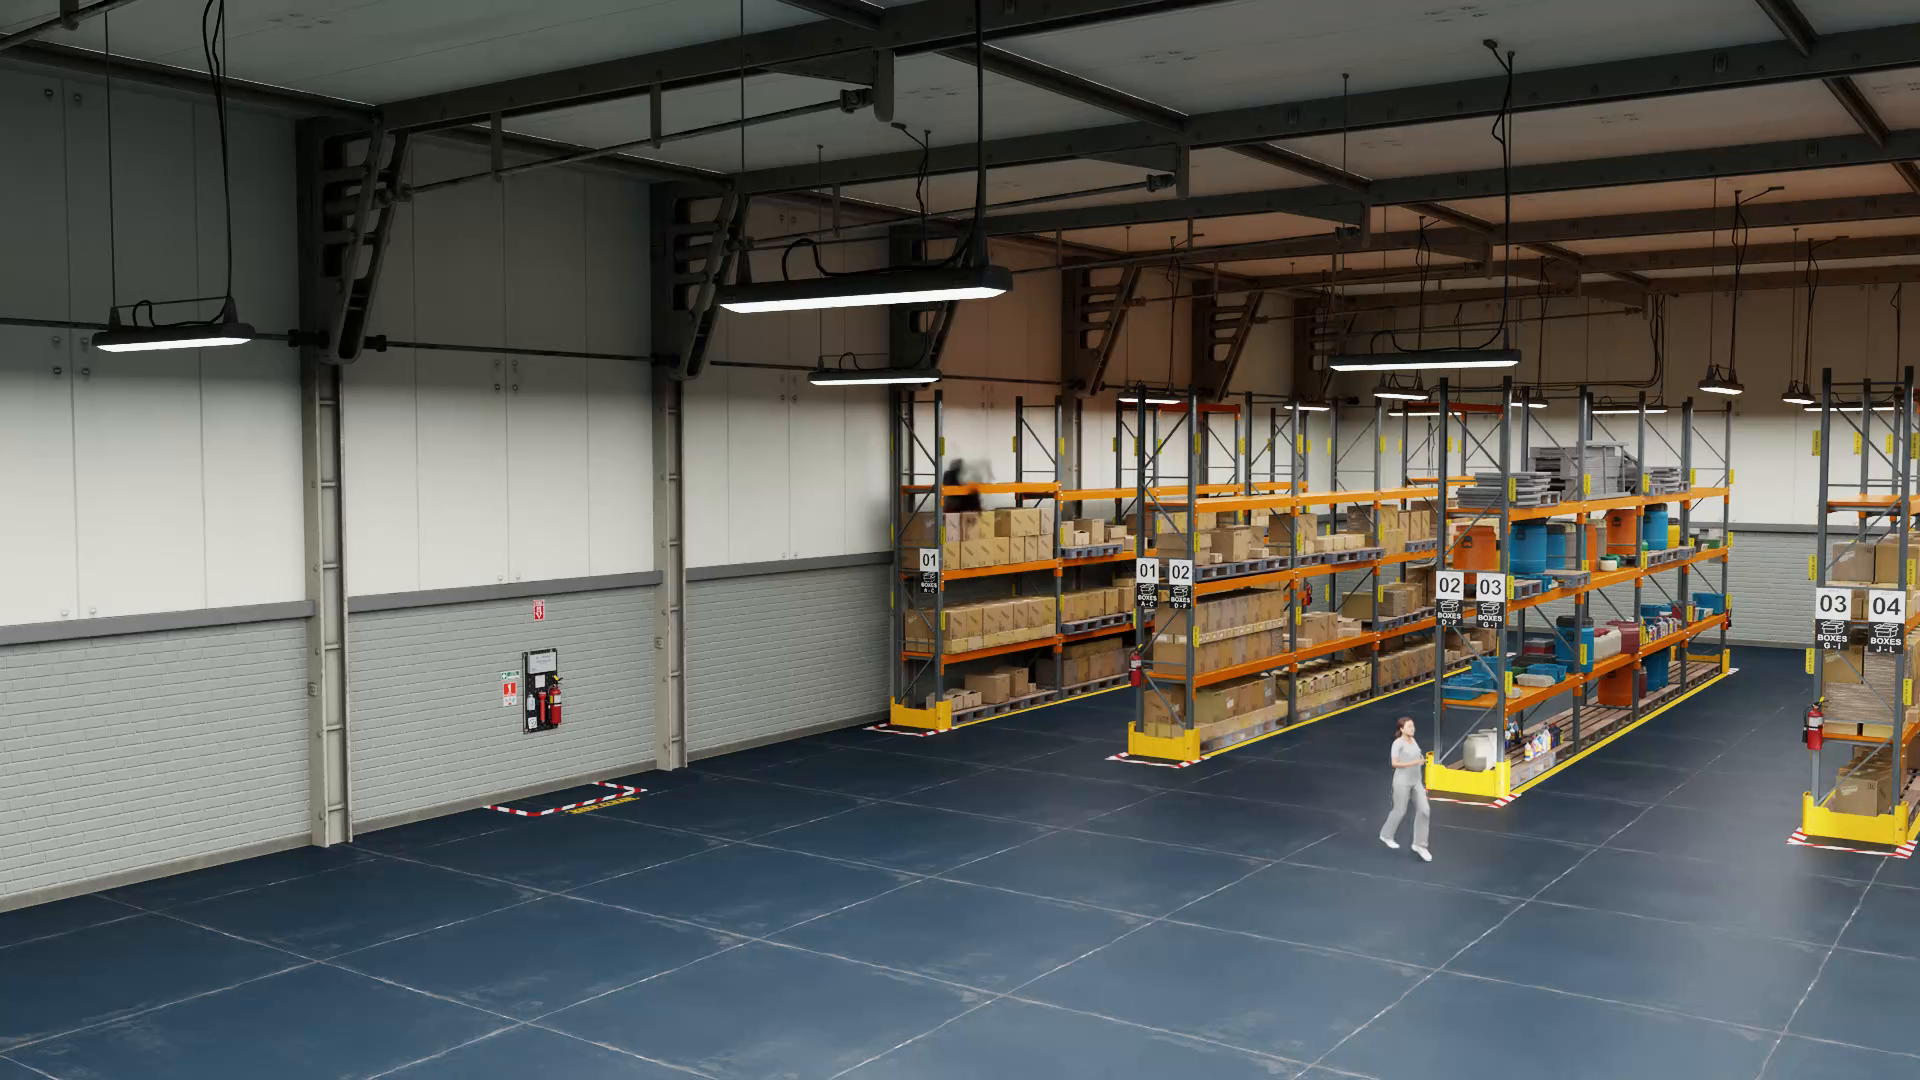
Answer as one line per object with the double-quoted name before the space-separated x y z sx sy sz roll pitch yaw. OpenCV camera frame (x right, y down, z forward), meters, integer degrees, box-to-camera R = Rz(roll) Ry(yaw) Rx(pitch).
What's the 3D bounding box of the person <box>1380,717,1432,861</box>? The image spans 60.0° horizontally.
"person" 5.453 3.011 20.331 0.552 1.716 0.758 -2 4 -29
